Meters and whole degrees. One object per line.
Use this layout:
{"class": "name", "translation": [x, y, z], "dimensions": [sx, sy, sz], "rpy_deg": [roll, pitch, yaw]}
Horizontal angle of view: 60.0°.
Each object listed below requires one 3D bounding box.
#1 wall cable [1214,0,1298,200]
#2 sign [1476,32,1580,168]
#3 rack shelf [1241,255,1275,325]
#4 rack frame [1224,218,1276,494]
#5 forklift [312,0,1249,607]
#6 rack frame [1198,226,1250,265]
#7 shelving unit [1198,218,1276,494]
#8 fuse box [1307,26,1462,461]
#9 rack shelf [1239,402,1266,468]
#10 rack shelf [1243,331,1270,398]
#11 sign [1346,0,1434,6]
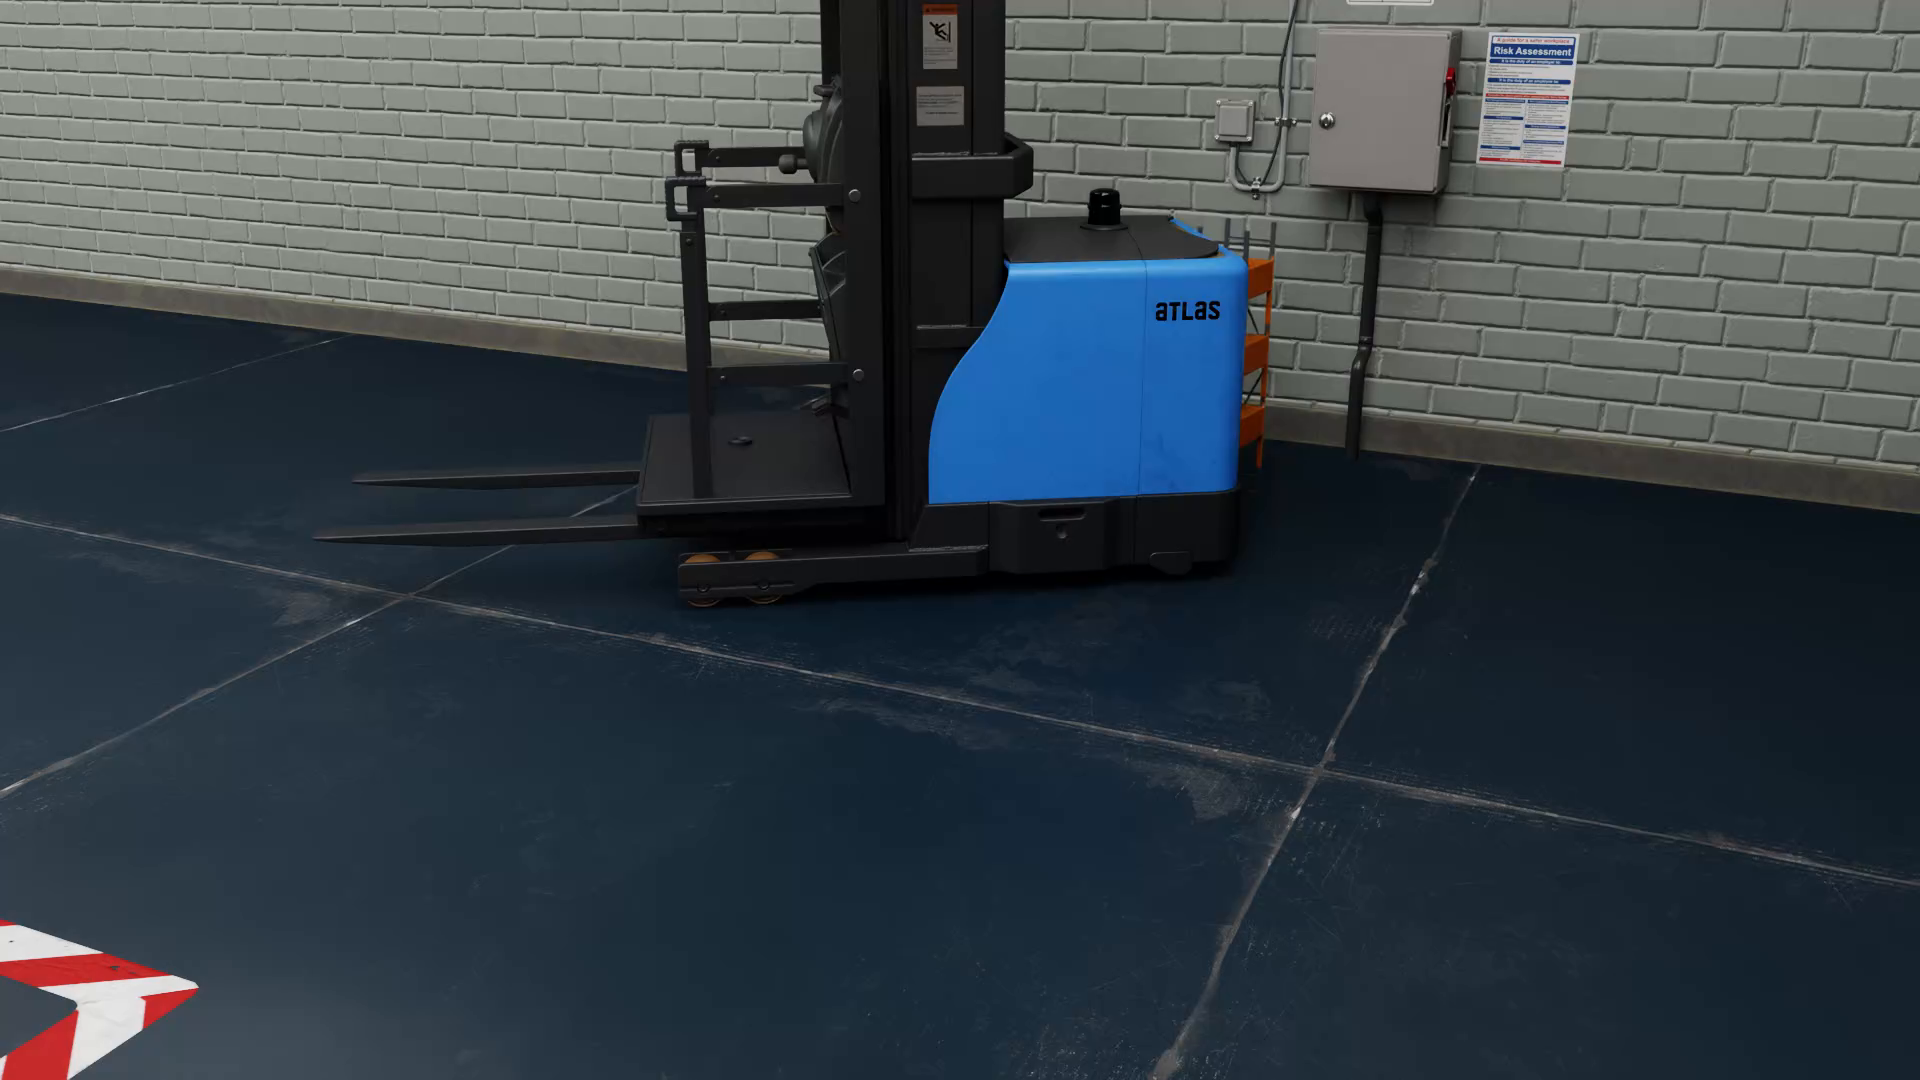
{"class": "wall cable", "translation": [1.081, -2.358, 6.606], "dimensions": [0.588, 1.984, 0.122], "rpy_deg": [9, 21, 23]}
{"class": "sign", "translation": [2.174, -1.688, 6.381], "dimensions": [0.329, 0.494, 0.001], "rpy_deg": [9, 21, 23]}
{"class": "rack shelf", "translation": [1.015, -0.917, 6.165], "dimensions": [0.215, 0.259, 0.240], "rpy_deg": [12, 23, 31]}
{"class": "rack frame", "translation": [1.081, -0.694, 6.354], "dimensions": [0.200, 1.050, 0.008], "rpy_deg": [12, 23, 31]}
{"class": "forklift", "translation": [-0.617, -1.353, 5.400], "dimensions": [3.031, 2.935, 1.130], "rpy_deg": [-3, 20, -7]}
{"class": "rack frame", "translation": [0.950, -0.625, 6.160], "dimensions": [0.200, 1.050, 0.008], "rpy_deg": [12, 23, 31]}
{"class": "shelving unit", "translation": [1.015, -0.660, 6.257], "dimensions": [0.215, 1.050, 0.252], "rpy_deg": [12, 23, 31]}
{"class": "fuse box", "translation": [1.639, -1.131, 6.594], "dimensions": [0.539, 1.711, 0.414], "rpy_deg": [9, 21, 23]}
{"class": "rack shelf", "translation": [1.016, -0.388, 6.353], "dimensions": [0.215, 0.259, 0.240], "rpy_deg": [12, 23, 31]}
{"class": "rack shelf", "translation": [1.015, -0.650, 6.260], "dimensions": [0.215, 0.259, 0.240], "rpy_deg": [12, 23, 31]}
{"class": "sign", "translation": [1.673, -2.198, 6.439], "dimensions": [0.339, 0.242, 0.001], "rpy_deg": [9, 21, 23]}
